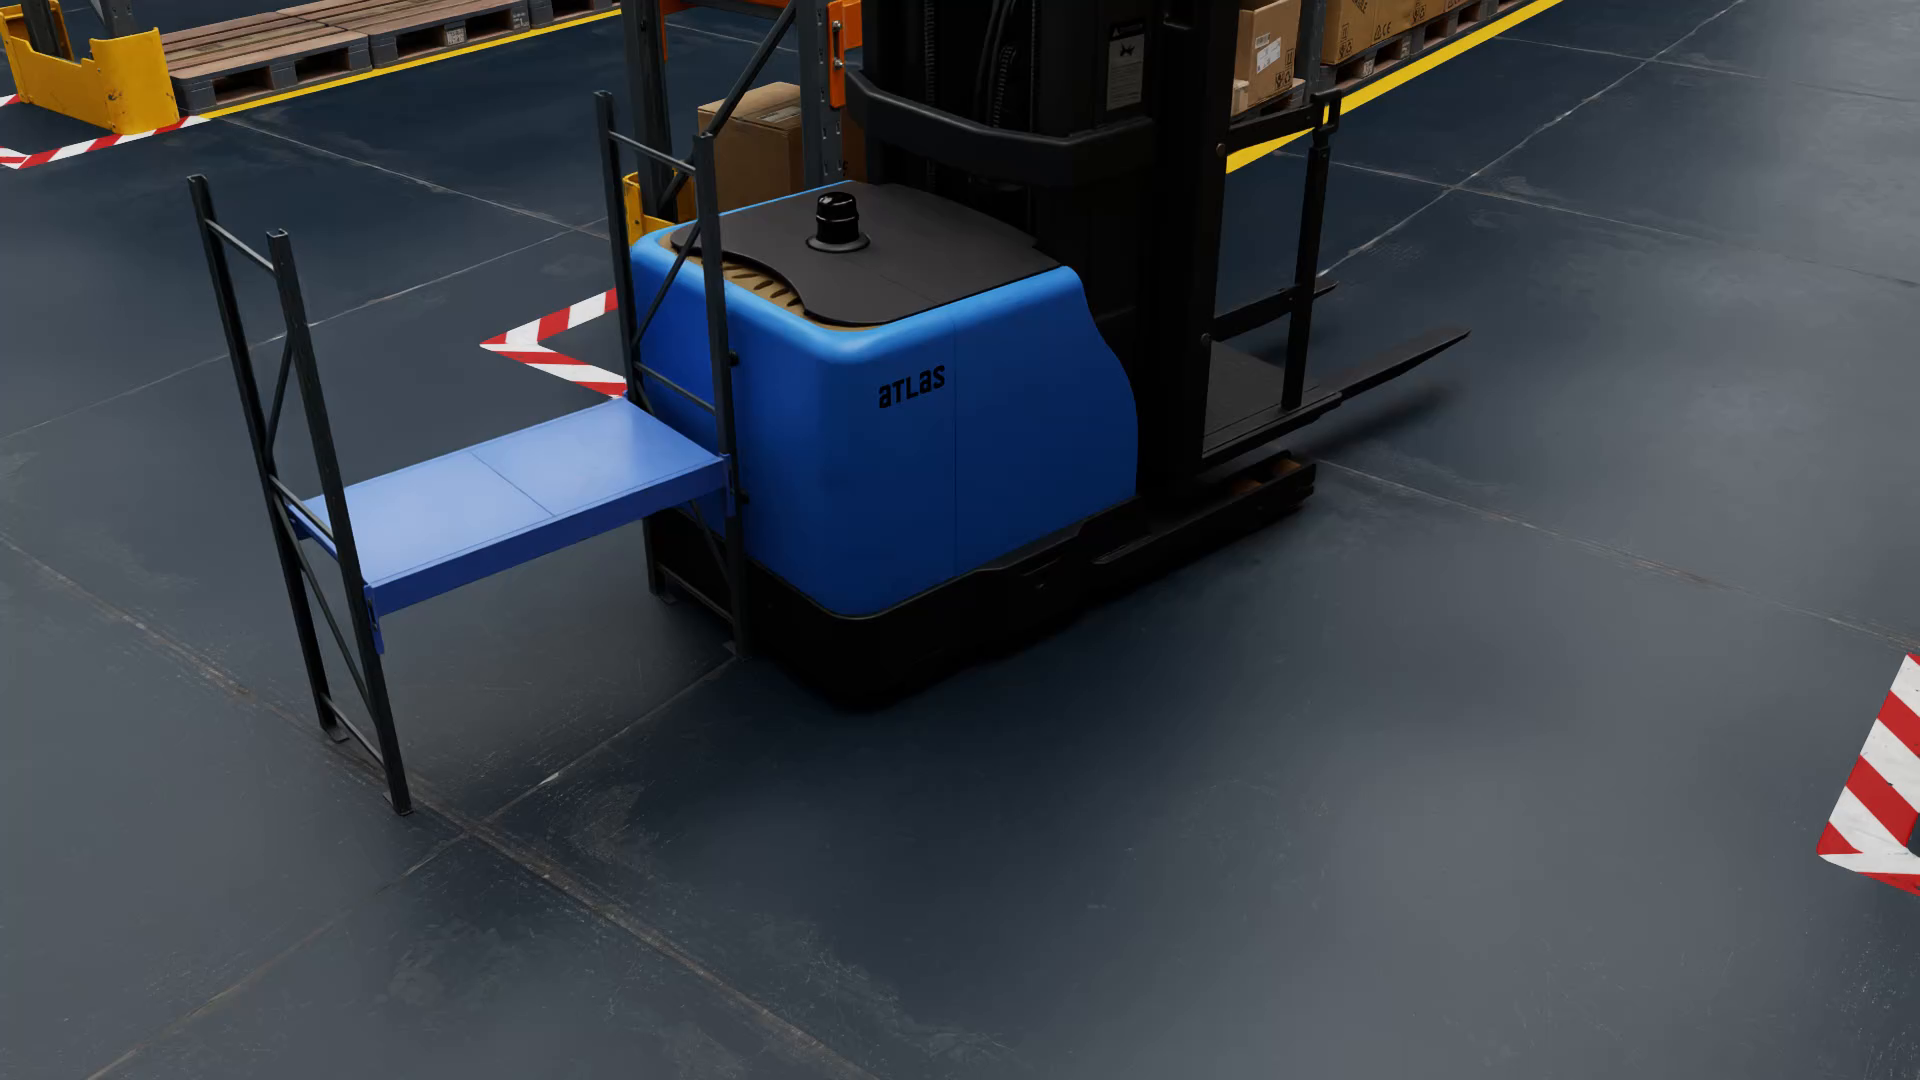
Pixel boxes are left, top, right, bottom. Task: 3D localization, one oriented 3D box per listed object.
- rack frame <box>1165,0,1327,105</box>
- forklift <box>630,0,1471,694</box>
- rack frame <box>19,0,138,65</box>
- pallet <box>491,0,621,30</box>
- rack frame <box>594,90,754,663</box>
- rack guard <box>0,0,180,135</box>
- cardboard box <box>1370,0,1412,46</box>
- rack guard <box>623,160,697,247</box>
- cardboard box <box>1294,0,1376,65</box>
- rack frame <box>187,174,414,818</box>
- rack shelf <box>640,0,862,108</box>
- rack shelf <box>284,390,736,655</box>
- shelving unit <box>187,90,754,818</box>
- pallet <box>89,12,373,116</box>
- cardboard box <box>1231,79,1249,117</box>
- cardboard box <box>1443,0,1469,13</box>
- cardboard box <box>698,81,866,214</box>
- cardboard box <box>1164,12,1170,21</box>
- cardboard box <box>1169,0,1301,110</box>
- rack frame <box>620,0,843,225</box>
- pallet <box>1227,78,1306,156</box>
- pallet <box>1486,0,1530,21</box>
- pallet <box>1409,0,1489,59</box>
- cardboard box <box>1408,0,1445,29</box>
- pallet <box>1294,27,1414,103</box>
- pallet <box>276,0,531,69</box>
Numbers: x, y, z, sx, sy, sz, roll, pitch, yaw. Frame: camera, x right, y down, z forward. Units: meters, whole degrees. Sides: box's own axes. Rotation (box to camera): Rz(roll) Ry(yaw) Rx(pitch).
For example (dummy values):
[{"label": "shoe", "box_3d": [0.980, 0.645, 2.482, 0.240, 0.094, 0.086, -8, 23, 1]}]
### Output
[{"label": "rack frame", "box_3d": [1.547, -3.807, 8.732, 1.000, 3.000, 0.127, 21, 37, 31]}, {"label": "forklift", "box_3d": [0.522, -1.472, 4.859, 3.031, 2.935, 1.130, -24, 38, -34]}, {"label": "rack frame", "box_3d": [-4.814, -3.707, 8.563, 1.000, 3.000, 0.127, 21, 37, 31]}, {"label": "pallet", "box_3d": [-2.812, -3.823, 11.493, 1.003, 0.211, 1.213, 21, 37, 31]}, {"label": "rack frame", "box_3d": [-0.757, -0.401, 4.456, 0.032, 1.500, 0.500, -24, 38, -34]}, {"label": "rack guard", "box_3d": [-4.818, -2.618, 9.177, 1.175, 0.500, 0.348, 21, 37, 31]}, {"label": "cardboard box", "box_3d": [2.347, -3.263, 9.834, 0.500, 0.500, 0.500, 22, 37, 32]}, {"label": "rack guard", "box_3d": [-0.821, -1.137, 6.678, 1.175, 0.500, 0.348, 21, 37, 31]}, {"label": "cardboard box", "box_3d": [2.034, -3.043, 9.462, 0.500, 0.500, 0.500, 19, 36, 29]}, {"label": "rack frame", "box_3d": [-1.526, -0.062, 3.884, 0.032, 1.500, 0.500, -24, 38, -34]}, {"label": "rack shelf", "box_3d": [0.340, -2.685, 7.543, 1.077, 0.370, 4.000, 21, 37, 31]}, {"label": "rack shelf", "box_3d": [-1.142, -0.077, 4.262, 1.000, 0.185, 0.538, -24, 38, -34]}, {"label": "shelving unit", "box_3d": [-1.142, -0.232, 4.170, 1.048, 1.500, 0.538, -24, 38, -34]}, {"label": "pallet", "box_3d": [-4.285, -2.831, 9.819, 1.003, 0.211, 1.213, 21, 37, 31]}, {"label": "cardboard box", "box_3d": [1.251, -2.280, 8.520, 0.380, 0.149, 0.250, 21, 37, 31]}, {"label": "cardboard box", "box_3d": [2.960, -3.669, 10.519, 0.500, 0.500, 0.500, 20, 36, 30]}, {"label": "cardboard box", "box_3d": [-0.735, -1.592, 7.014, 0.500, 0.500, 0.500, 21, 37, 31]}, {"label": "cardboard box", "box_3d": [1.121, -2.736, 9.129, 0.500, 0.311, 0.500, 21, 37, 31]}, {"label": "cardboard box", "box_3d": [1.430, -2.602, 8.719, 0.500, 0.500, 0.500, 21, 37, 31]}, {"label": "rack frame", "box_3d": [-0.867, -2.181, 5.988, 1.000, 3.000, 0.127, 21, 37, 31]}, {"label": "pallet", "box_3d": [1.132, -2.328, 8.972, 1.003, 0.211, 1.213, 21, 37, 31]}, {"label": "pallet", "box_3d": [3.481, -3.941, 11.694, 1.003, 0.211, 1.213, 21, 37, 31]}, {"label": "pallet", "box_3d": [2.744, -3.448, 10.860, 1.003, 0.211, 1.213, 21, 37, 31]}, {"label": "cardboard box", "box_3d": [2.654, -3.464, 10.172, 0.500, 0.500, 0.500, 22, 37, 32]}, {"label": "pallet", "box_3d": [2.008, -2.950, 10.020, 1.003, 0.211, 1.213, 21, 37, 31]}, {"label": "pallet", "box_3d": [-3.548, -3.325, 10.653, 1.003, 0.211, 1.213, 21, 37, 31]}]
